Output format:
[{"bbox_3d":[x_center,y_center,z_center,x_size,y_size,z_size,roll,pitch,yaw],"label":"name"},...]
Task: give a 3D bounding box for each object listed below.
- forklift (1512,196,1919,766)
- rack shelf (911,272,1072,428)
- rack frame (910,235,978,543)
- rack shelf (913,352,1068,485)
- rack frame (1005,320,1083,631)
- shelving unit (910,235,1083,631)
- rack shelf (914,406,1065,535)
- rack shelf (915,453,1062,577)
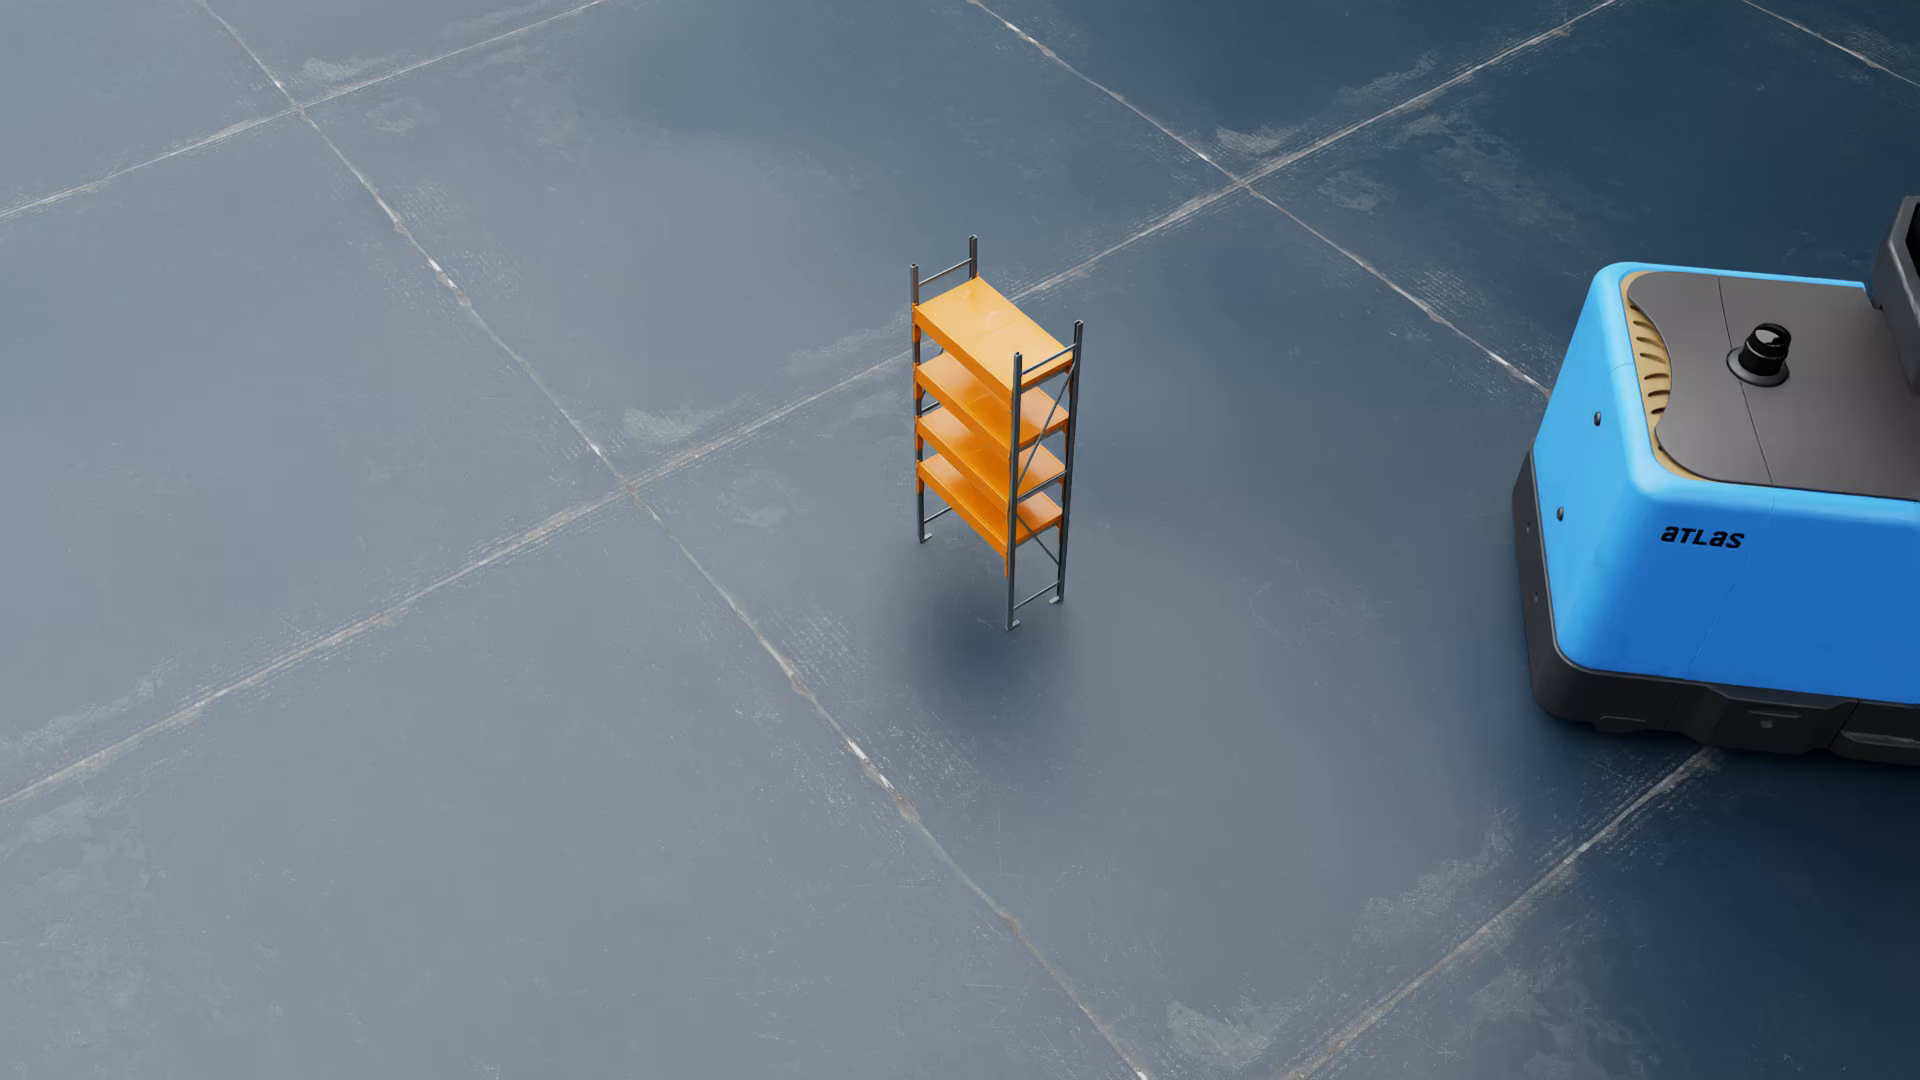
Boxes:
[{"bbox_3d":[3.361,-0.617,4.331,3.031,2.935,1.130,6,48,5],"label":"forklift"},{"bbox_3d":[0.100,-0.569,4.926,0.258,0.148,0.480,-29,54,-24],"label":"rack shelf"},{"bbox_3d":[-0.047,-0.449,5.347,0.240,1.200,0.015,-29,54,-24],"label":"rack frame"},{"bbox_3d":[0.100,-0.410,5.101,0.258,0.148,0.480,-29,54,-24],"label":"rack shelf"},{"bbox_3d":[0.248,-0.162,5.087,0.240,1.200,0.015,-29,54,-24],"label":"rack frame"},{"bbox_3d":[0.100,-0.305,5.217,0.258,1.200,0.503,-29,54,-24],"label":"shelving unit"},{"bbox_3d":[0.100,-0.260,5.267,0.258,0.148,0.480,-29,54,-24],"label":"rack shelf"},{"bbox_3d":[0.100,-0.127,5.414,0.258,0.148,0.480,-29,54,-24],"label":"rack shelf"}]
